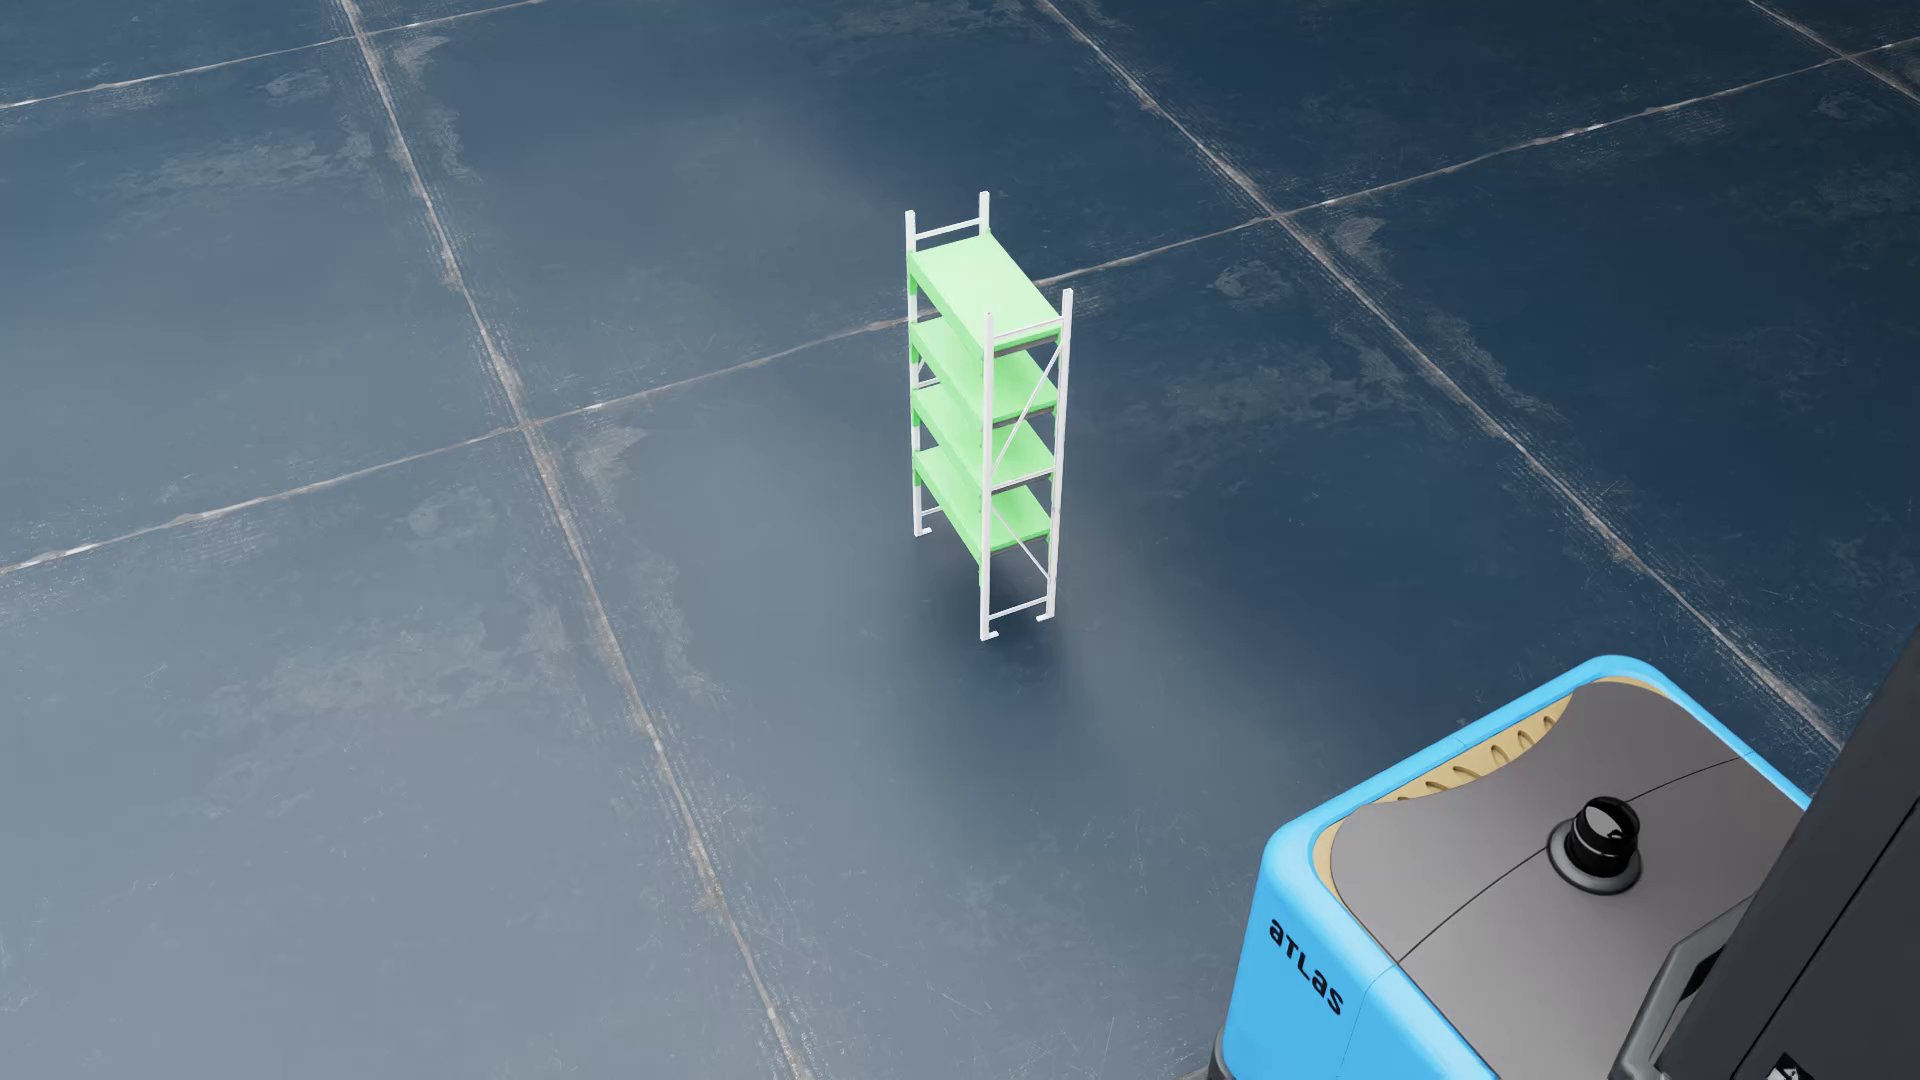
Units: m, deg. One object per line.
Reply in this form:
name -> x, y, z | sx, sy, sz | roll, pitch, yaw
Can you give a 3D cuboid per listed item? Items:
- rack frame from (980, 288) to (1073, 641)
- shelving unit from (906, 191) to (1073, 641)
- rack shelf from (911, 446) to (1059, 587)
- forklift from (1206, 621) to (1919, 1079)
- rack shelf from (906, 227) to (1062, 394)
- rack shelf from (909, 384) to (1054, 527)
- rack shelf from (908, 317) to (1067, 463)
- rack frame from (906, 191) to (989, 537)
rack frame -> 0.172, -0.166, 4.564 | 0.240, 1.200, 0.015 | -18, 47, -17
shelving unit -> 0.070, -0.322, 4.722 | 0.258, 1.200, 0.503 | -18, 47, -17
rack shelf -> 0.070, -0.105, 4.935 | 0.258, 0.148, 0.480 | -18, 47, -17
forklift -> 1.750, 1.002, 2.148 | 1.130, 2.935, 3.031 | -23, 49, -22
rack shelf -> 0.070, -0.618, 4.429 | 0.258, 0.148, 0.480 | -18, 47, -17
rack shelf -> 0.070, -0.276, 4.767 | 0.258, 0.148, 0.480 | -18, 47, -17
rack shelf -> 0.070, -0.447, 4.598 | 0.258, 0.148, 0.480 | -18, 47, -17
rack frame -> -0.033, -0.477, 4.879 | 0.240, 1.200, 0.015 | -18, 47, -17
